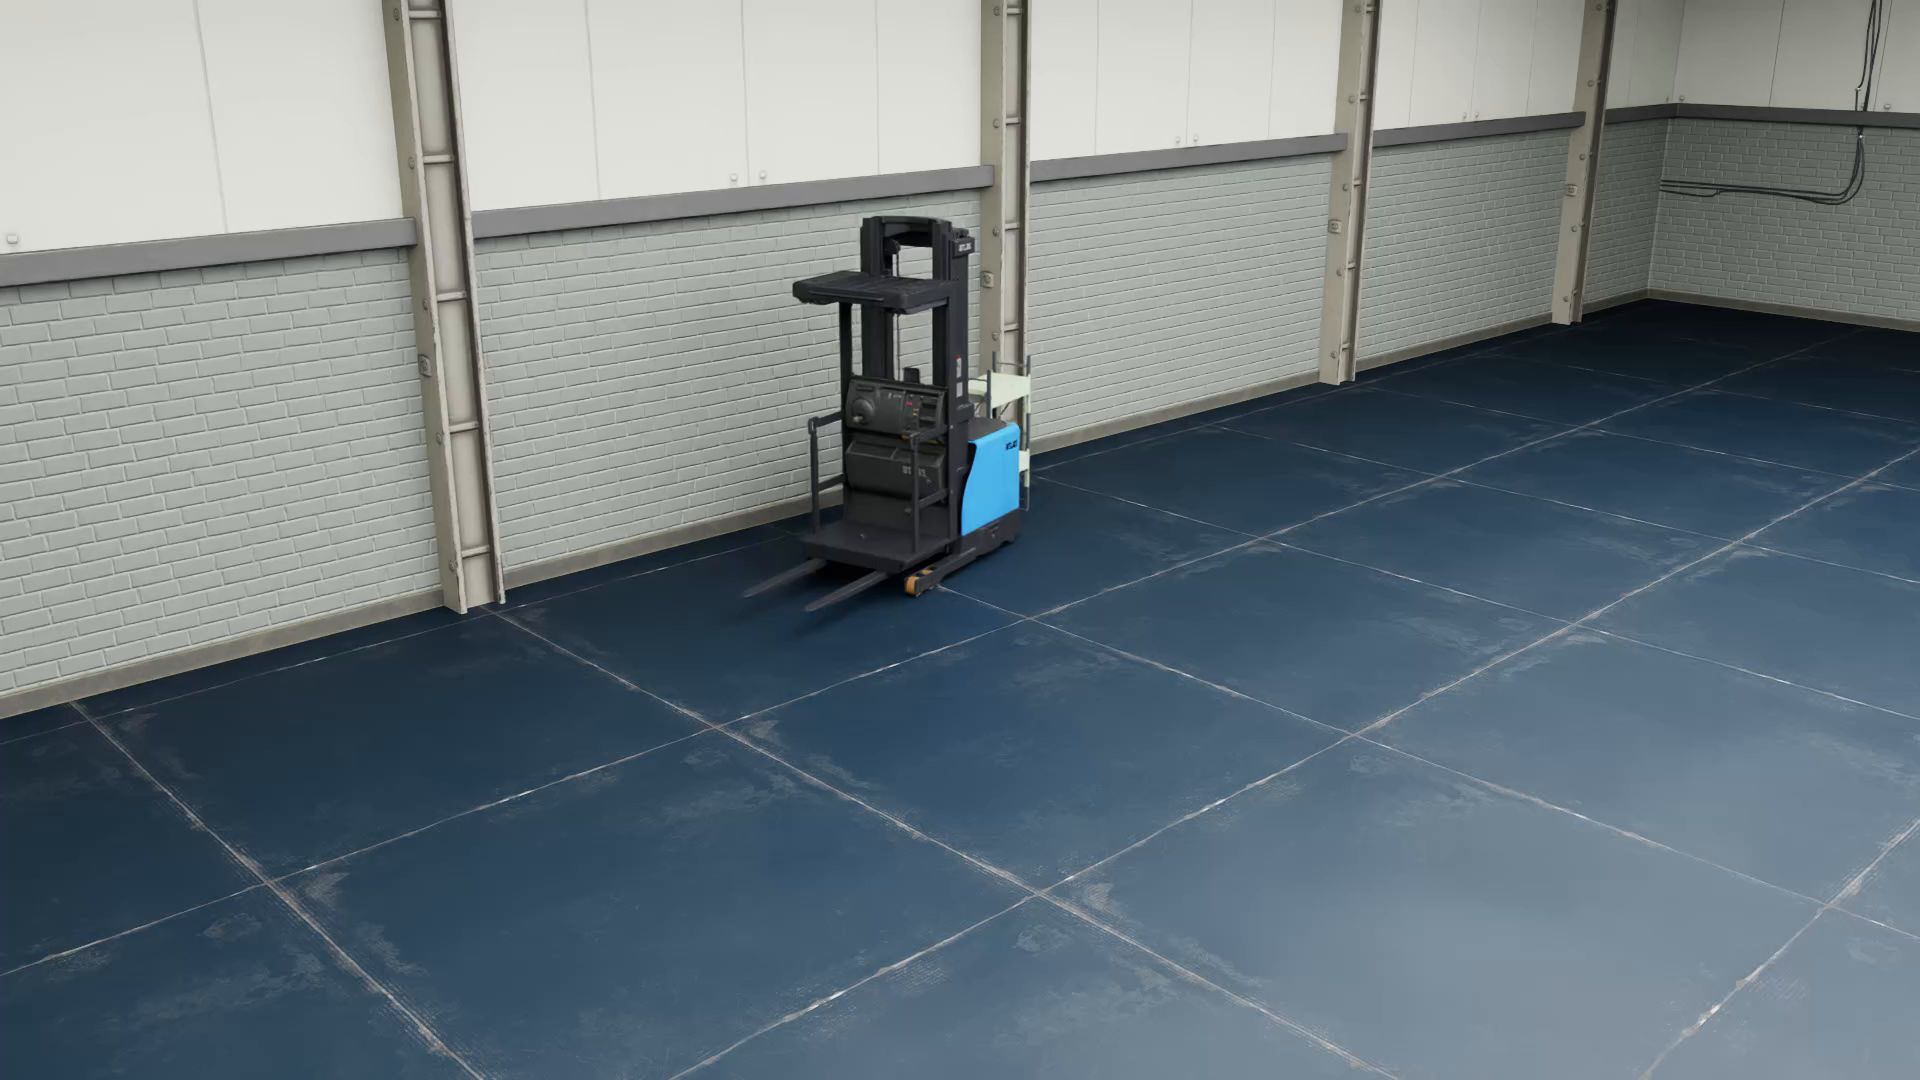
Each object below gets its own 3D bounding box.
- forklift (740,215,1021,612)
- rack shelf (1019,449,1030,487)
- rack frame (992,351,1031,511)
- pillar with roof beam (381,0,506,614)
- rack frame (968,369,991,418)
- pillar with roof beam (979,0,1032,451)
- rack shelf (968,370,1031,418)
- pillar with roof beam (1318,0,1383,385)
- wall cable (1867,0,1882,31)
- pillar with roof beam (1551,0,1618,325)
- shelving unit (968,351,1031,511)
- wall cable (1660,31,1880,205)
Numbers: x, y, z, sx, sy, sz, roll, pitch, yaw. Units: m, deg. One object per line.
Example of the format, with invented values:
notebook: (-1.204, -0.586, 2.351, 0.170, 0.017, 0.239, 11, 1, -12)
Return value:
forklift: (-0.648, -1.096, 13.612, 1.130, 2.935, 3.031, 11, 21, 29)
rack shelf: (0.292, -0.619, 15.518, 0.431, 0.370, 0.720, 11, 21, 29)
rack frame: (0.481, -1.025, 15.716, 0.400, 1.500, 0.023, 11, 21, 29)
pillar with roof beam: (-0.957, -2.805, 9.046, 0.400, 9.000, 9.100, -16, 24, -41)
rack frame: (0.103, -0.832, 15.120, 0.400, 1.500, 0.023, 11, 21, 29)
pillar with roof beam: (3.402, -4.076, 12.967, 0.400, 9.000, 9.100, -16, 24, -41)
rack shelf: (0.292, -1.300, 15.297, 0.431, 0.370, 0.720, 11, 21, 29)
pillar with roof beam: (7.762, -5.348, 16.888, 0.400, 9.000, 9.100, -16, 24, -41)
wall cable: (14.072, -8.231, 22.627, 0.112, 2.526, 3.097, -16, 24, -41)
pillar with roof beam: (12.122, -6.619, 20.809, 0.400, 9.000, 9.100, -16, 24, -41)
shelving unit: (0.292, -0.929, 15.418, 0.431, 1.500, 0.755, 11, 21, 29)
wall cable: (12.213, -6.435, 25.275, 0.112, 2.526, 3.097, -16, 24, -41)
